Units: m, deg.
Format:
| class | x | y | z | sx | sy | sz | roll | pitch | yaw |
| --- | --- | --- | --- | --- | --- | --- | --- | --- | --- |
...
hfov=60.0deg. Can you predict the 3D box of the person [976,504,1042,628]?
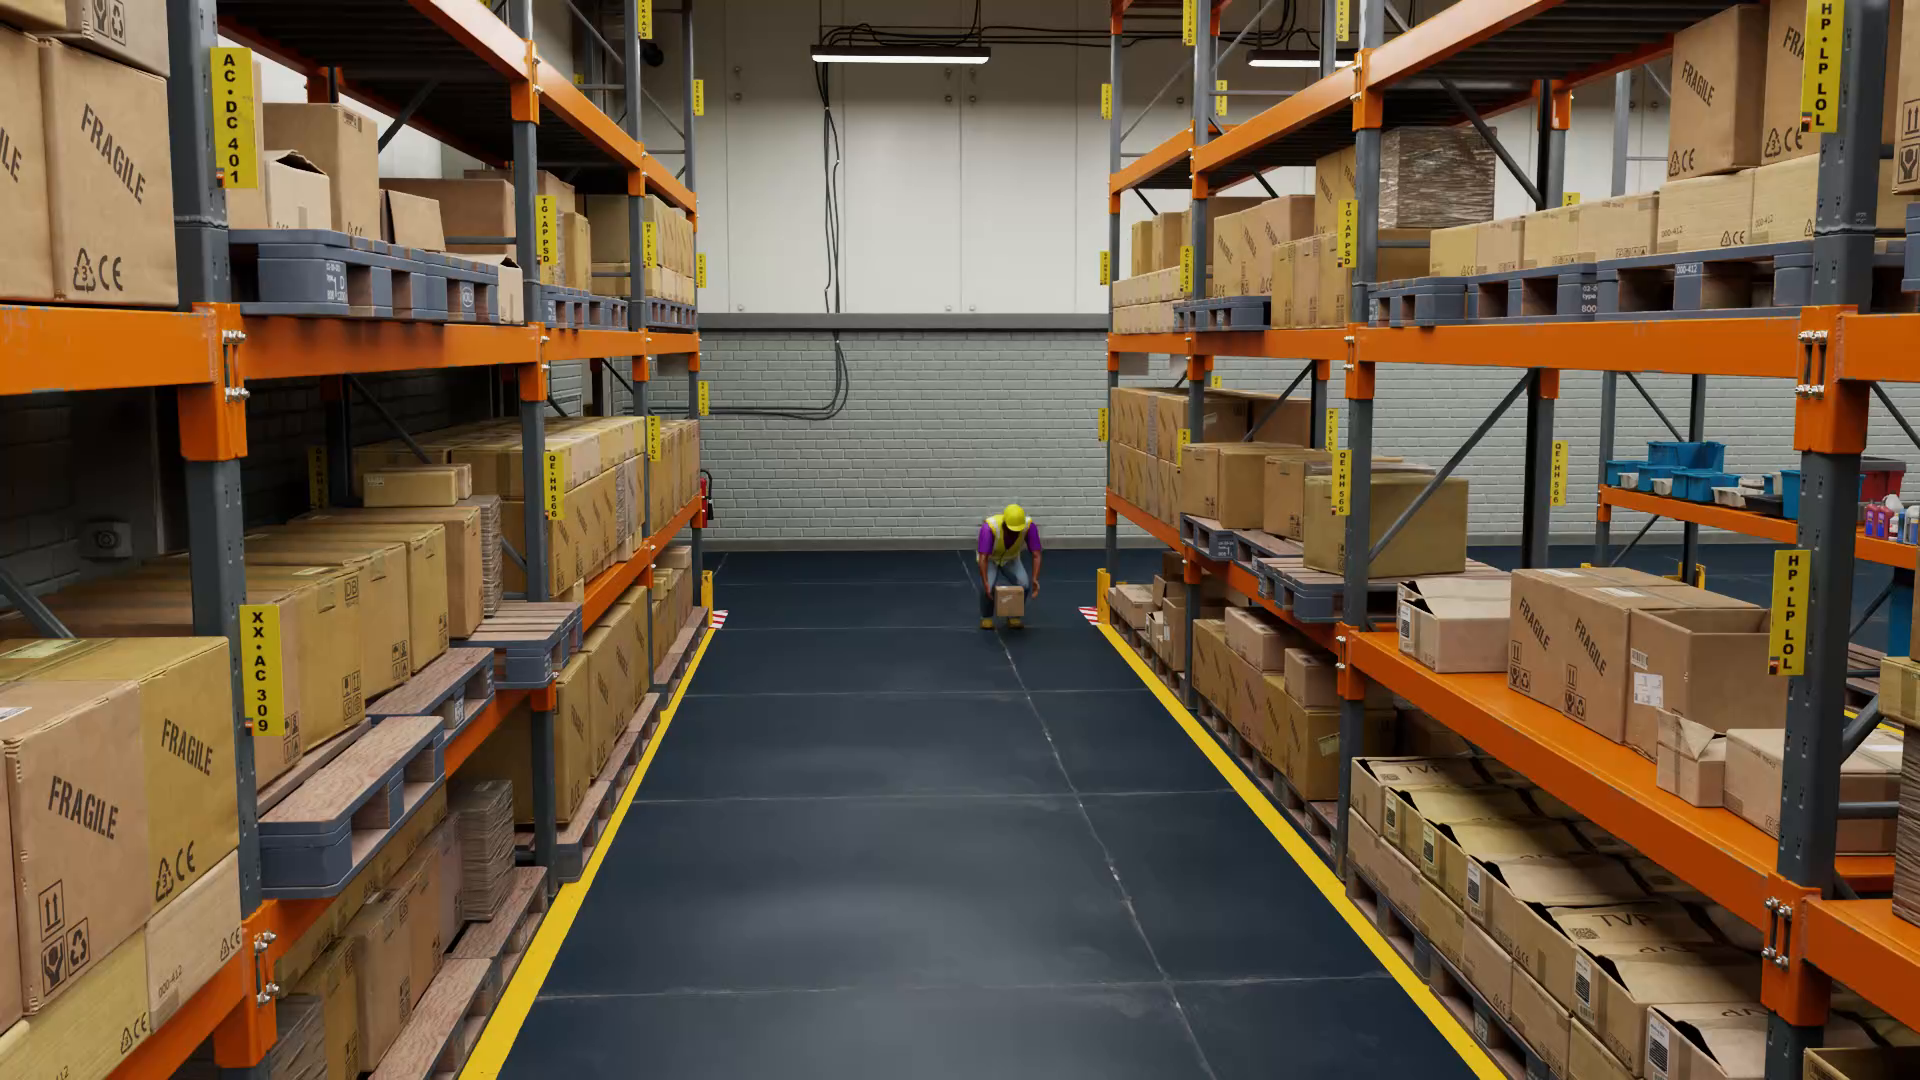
| class | x | y | z | sx | sy | sz | roll | pitch | yaw |
| --- | --- | --- | --- | --- | --- | --- | --- | --- | --- |
| person | 0.454 | 0.238 | 15.910 | 0.623 | 1.233 | 0.832 | -1 | 7 | -8 |
